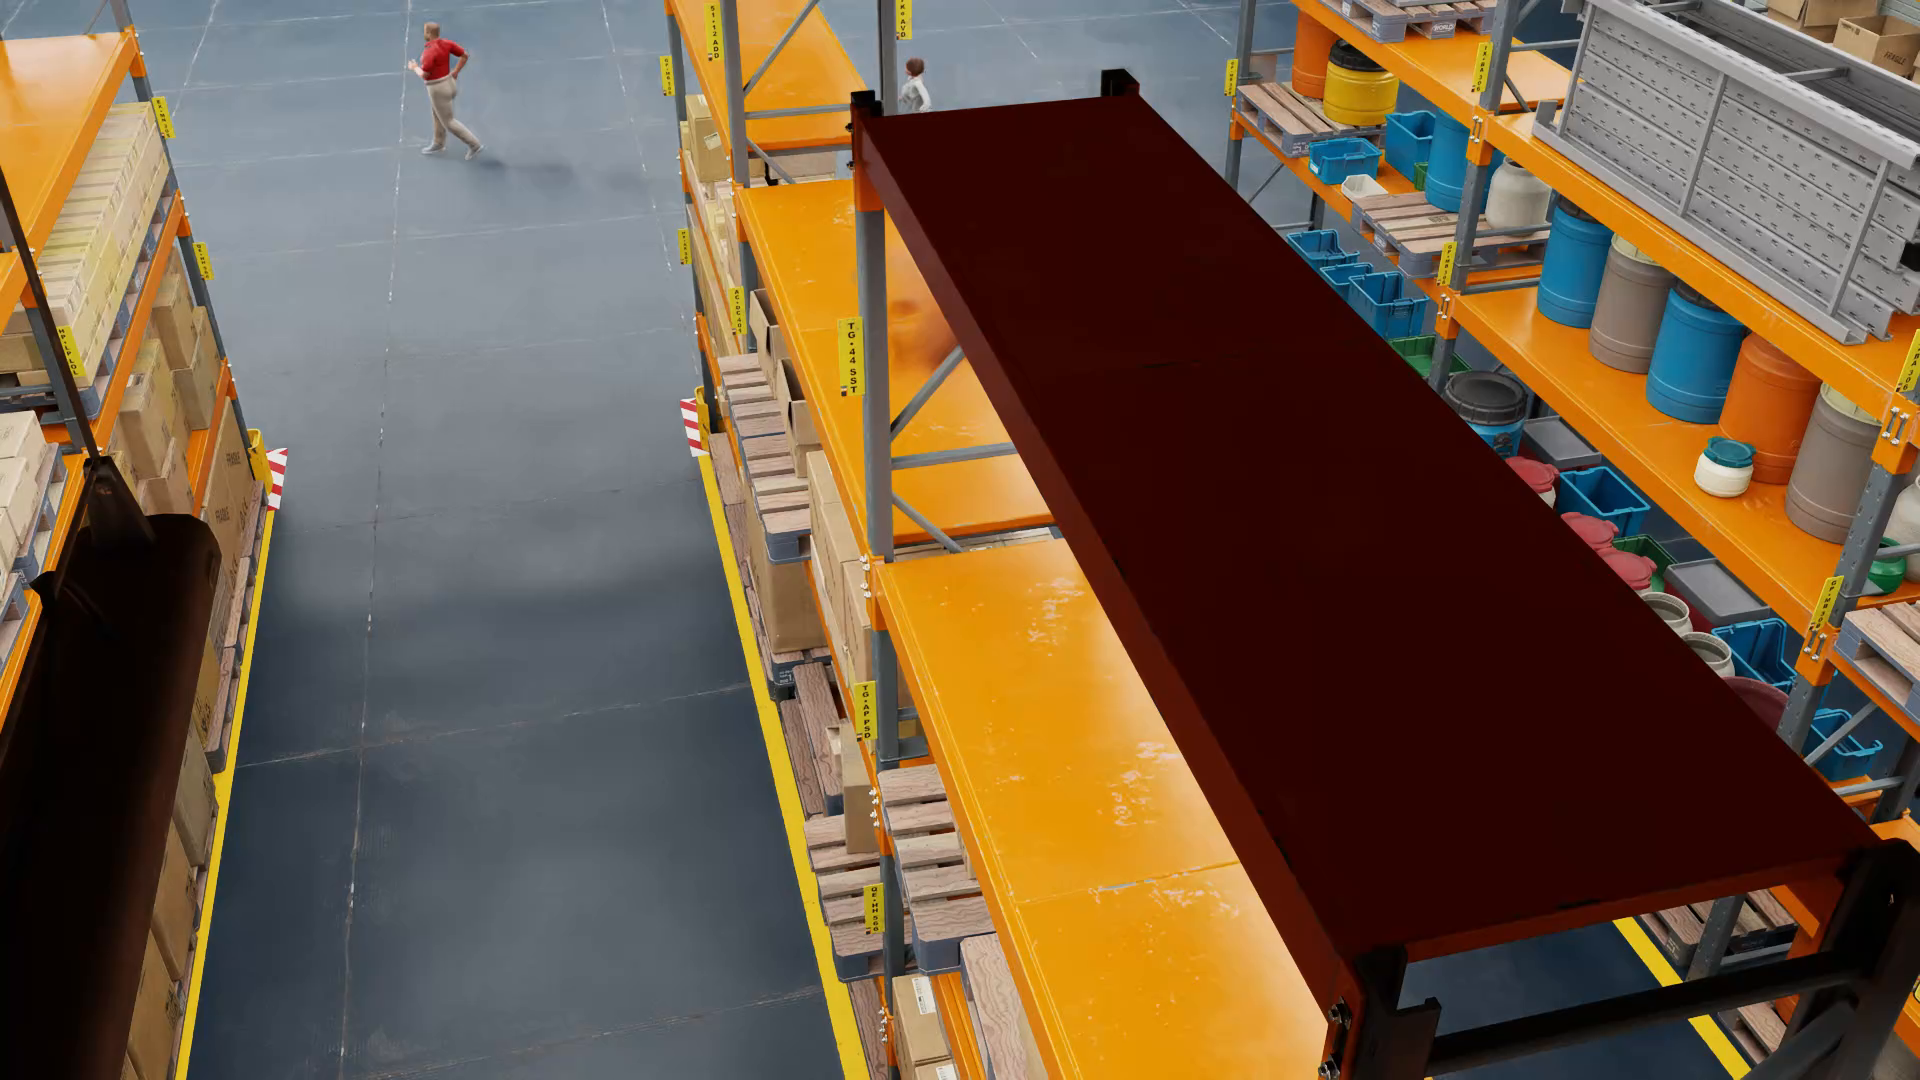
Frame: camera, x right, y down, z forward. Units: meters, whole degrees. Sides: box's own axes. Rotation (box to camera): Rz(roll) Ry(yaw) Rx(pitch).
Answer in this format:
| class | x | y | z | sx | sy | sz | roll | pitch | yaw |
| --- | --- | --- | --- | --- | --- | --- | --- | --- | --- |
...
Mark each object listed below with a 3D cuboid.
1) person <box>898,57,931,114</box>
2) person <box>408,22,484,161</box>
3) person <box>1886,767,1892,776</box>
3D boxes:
| class | x | y | z | sx | sy | sz | roll | pitch | yaw |
| --- | --- | --- | --- | --- | --- | --- | --- | --- | --- |
| person | -0.574 | -5.009 | 19.995 | 0.639 | 1.608 | 0.517 | 3 | 35 | 5 |
| person | -6.446 | -5.581 | 20.667 | 0.943 | 1.723 | 0.664 | 7 | 35 | 11 |
| person | 6.752 | 1.071 | 11.095 | 0.585 | 1.688 | 0.708 | -13 | 37 | -18 |
